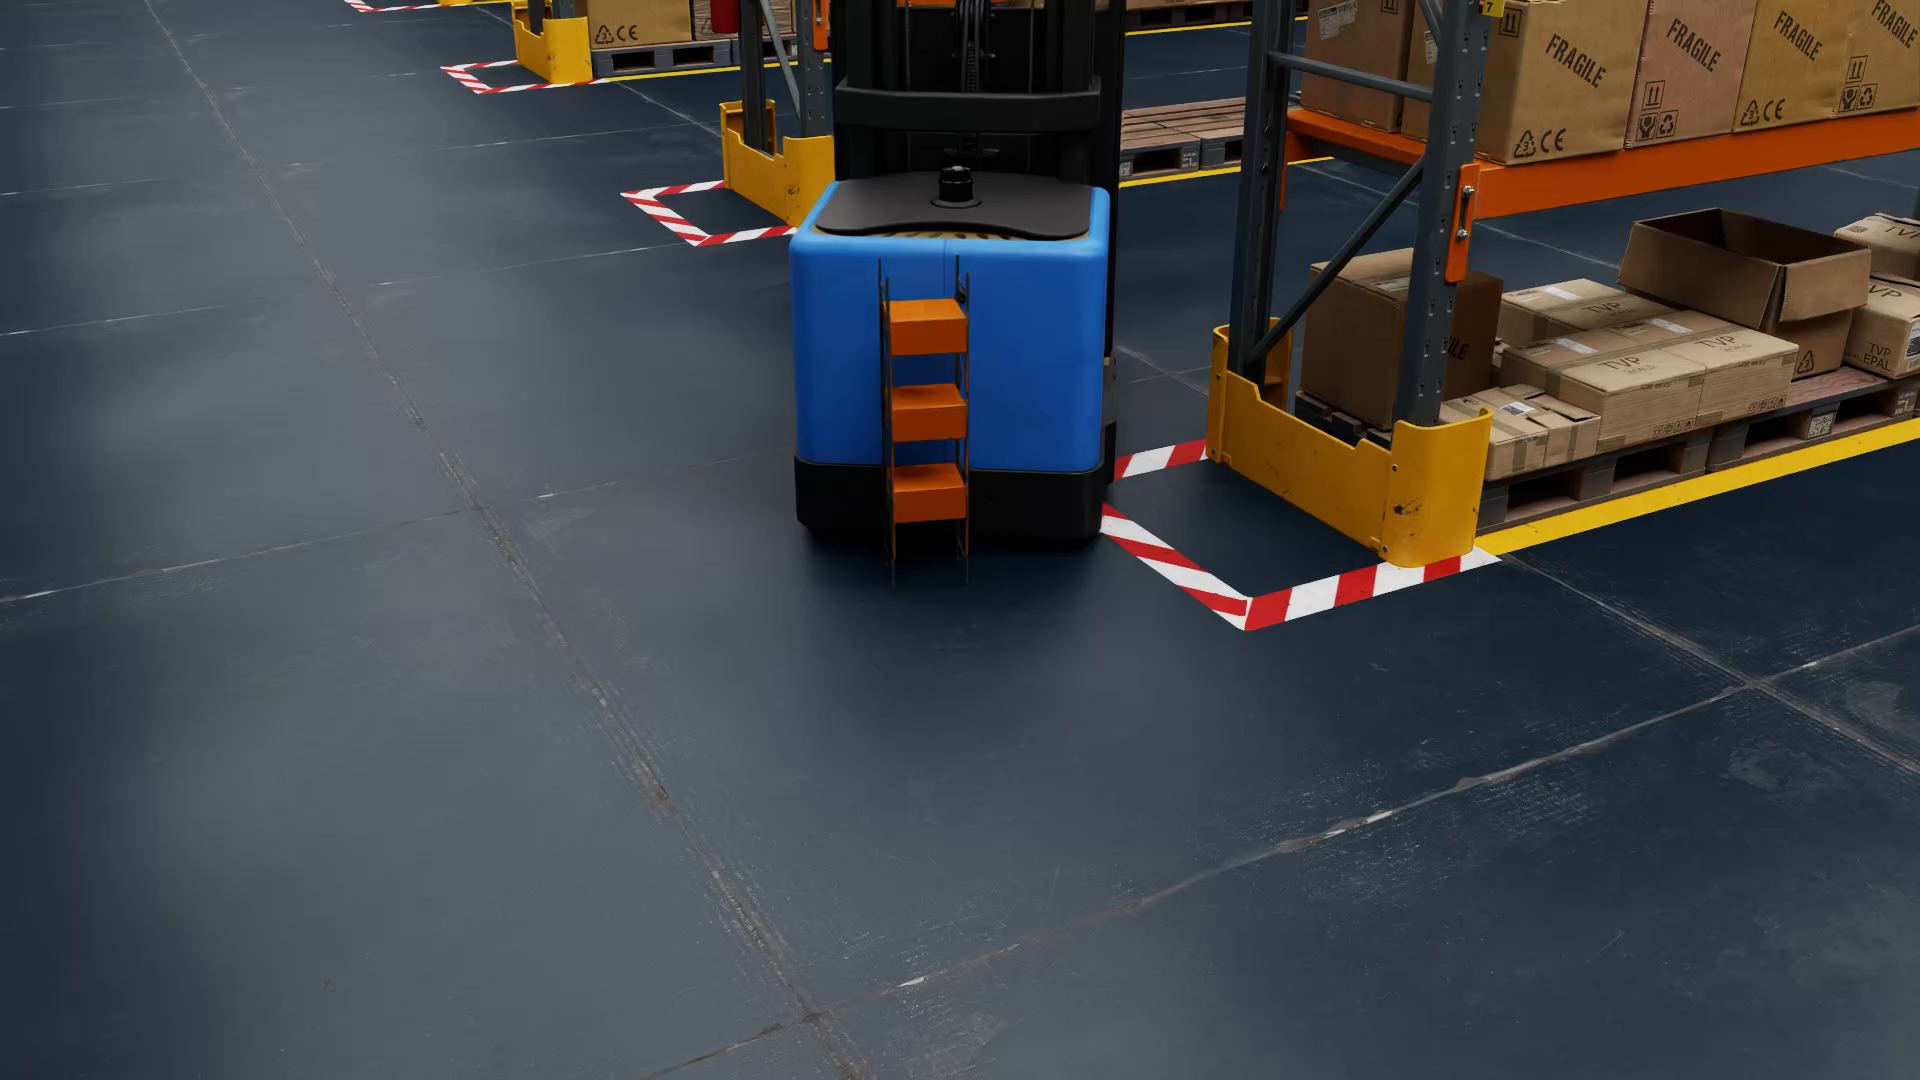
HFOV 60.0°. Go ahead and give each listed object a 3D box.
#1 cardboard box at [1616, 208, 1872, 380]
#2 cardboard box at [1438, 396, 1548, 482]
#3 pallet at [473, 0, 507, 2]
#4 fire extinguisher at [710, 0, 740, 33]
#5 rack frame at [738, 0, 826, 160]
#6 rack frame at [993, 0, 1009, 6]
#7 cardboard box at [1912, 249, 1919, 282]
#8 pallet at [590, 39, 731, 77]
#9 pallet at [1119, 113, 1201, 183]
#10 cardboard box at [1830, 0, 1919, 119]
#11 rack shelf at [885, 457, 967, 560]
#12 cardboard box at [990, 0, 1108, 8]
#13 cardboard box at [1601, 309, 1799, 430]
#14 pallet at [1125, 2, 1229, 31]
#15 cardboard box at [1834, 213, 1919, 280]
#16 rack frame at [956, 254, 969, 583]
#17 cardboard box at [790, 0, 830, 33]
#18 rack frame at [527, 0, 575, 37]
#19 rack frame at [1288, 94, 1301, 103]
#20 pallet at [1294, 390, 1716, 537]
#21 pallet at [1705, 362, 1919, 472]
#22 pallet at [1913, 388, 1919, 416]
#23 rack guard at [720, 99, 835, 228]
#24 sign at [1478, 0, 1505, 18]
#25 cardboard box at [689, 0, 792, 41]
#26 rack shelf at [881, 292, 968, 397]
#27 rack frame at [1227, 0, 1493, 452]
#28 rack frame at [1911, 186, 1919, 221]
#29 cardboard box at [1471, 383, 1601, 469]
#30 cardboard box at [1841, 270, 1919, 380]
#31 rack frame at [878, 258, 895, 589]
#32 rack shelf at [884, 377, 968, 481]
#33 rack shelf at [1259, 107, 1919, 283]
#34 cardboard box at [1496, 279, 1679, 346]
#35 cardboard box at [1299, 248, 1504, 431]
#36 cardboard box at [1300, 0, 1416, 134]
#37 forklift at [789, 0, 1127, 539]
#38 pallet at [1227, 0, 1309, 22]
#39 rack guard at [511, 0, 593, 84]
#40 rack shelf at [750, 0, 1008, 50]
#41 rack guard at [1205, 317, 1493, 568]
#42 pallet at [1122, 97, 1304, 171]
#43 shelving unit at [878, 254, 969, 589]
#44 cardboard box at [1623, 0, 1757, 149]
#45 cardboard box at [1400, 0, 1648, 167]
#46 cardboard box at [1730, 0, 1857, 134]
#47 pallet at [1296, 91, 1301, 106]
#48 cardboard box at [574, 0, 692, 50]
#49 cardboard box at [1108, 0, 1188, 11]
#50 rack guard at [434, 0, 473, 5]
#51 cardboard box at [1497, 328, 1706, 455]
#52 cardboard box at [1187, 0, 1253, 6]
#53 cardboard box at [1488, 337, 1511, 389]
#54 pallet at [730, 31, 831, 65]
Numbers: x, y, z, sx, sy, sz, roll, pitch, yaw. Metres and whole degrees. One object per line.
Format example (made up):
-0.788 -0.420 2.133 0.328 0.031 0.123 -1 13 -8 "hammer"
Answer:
3.160 -0.993 6.730 0.637 0.503 0.797 -13 29 -25 "cardboard box"
1.817 -0.358 5.815 0.250 0.149 0.380 -13 29 -25 "cardboard box"
-4.817 -6.100 18.211 1.213 0.211 1.003 -13 29 -25 "pallet"
-1.389 -3.323 9.725 0.183 0.674 0.296 -13 29 -25 "fire extinguisher"
-1.042 -3.383 9.330 0.127 3.000 1.000 -13 29 -25 "rack frame"
0.157 -6.089 14.967 0.127 3.000 1.000 -13 29 -25 "rack frame"
4.446 -1.152 7.064 0.500 0.500 0.500 -13 29 -25 "cardboard box"
-2.704 -4.210 14.275 1.213 0.211 1.003 -13 29 -25 "pallet"
0.779 -2.526 10.767 1.213 0.211 1.003 -13 29 -25 "pallet"
3.140 -1.835 5.990 0.500 0.500 0.500 -13 28 -24 "cardboard box"
-0.112 -0.104 5.420 0.240 0.259 0.215 -4 26 -9 "rack shelf"
0.712 -5.459 15.623 0.875 0.875 1.225 -13 29 -25 "cardboard box"
2.781 -0.655 6.318 0.500 0.250 0.500 -13 29 -25 "cardboard box"
1.880 -5.268 16.479 1.213 0.211 1.003 -13 29 -25 "pallet"
4.343 -1.288 7.566 0.500 0.311 0.500 -13 29 -25 "cardboard box"
0.008 -0.373 5.315 0.008 1.050 0.200 -4 26 -9 "rack frame"
-1.257 -5.034 14.738 0.875 0.875 0.875 -13 29 -25 "cardboard box"
-3.372 -5.275 13.270 0.127 3.000 1.000 -13 29 -25 "rack frame"
2.488 -4.198 11.027 0.127 3.000 1.000 -13 29 -25 "rack frame"
2.056 -0.411 6.363 1.213 0.211 1.003 -13 29 -25 "pallet"
3.131 -0.658 6.877 1.213 0.211 1.003 -13 29 -25 "pallet"
4.209 -0.908 7.399 1.213 0.211 1.003 -13 29 -25 "pallet"
-1.057 -2.246 9.851 0.348 0.500 1.175 -13 29 -25 "rack guard"
1.541 -1.674 4.770 0.005 0.325 0.100 -13 29 -25 "sign"
-2.042 -4.852 14.360 0.875 0.875 0.875 -13 29 -25 "cardboard box"
-0.112 -0.610 5.177 0.240 0.259 0.215 -4 26 -9 "rack shelf"
1.286 -1.490 5.389 0.127 3.000 1.000 -13 29 -25 "rack frame"
4.815 -2.305 7.085 0.127 3.000 1.000 -13 29 -25 "rack frame"
2.038 -0.416 5.917 0.250 0.166 0.380 -13 29 -25 "cardboard box"
3.784 -0.914 6.787 0.500 0.311 0.500 -13 29 -25 "cardboard box"
-0.232 -0.355 5.277 0.008 1.050 0.200 -4 26 -9 "rack frame"
-0.112 -0.355 5.300 0.240 0.259 0.215 -4 26 -9 "rack shelf"
3.051 -1.573 6.393 4.000 0.370 1.077 -13 29 -25 "rack shelf"
2.502 -0.836 6.694 0.500 0.250 0.500 -13 29 -25 "cardboard box"
1.650 -0.767 6.261 0.500 0.500 0.500 -13 29 -25 "cardboard box"
1.553 -1.731 5.774 0.500 0.500 0.500 -12 28 -24 "cardboard box"
0.089 -1.929 6.380 1.130 2.935 3.031 2 26 5 "forklift"
2.955 -5.515 16.993 1.213 0.211 1.003 -13 29 -25 "pallet"
-3.394 -4.143 13.801 0.348 0.500 1.175 -13 29 -25 "rack guard"
0.723 -3.466 10.334 4.000 0.370 1.077 -13 29 -25 "rack shelf"
1.353 -0.379 5.962 0.348 0.500 1.175 -13 29 -25 "rack guard"
1.857 -2.776 11.288 1.213 0.211 1.003 -13 29 -25 "pallet"
-0.112 -0.364 5.296 0.252 1.050 0.215 -4 26 -9 "shelving unit"
2.254 -1.632 5.569 0.500 0.500 0.500 -13 29 -26 "cardboard box"
1.801 -1.525 5.346 0.500 0.500 0.500 -12 28 -24 "cardboard box"
2.698 -1.733 5.779 0.500 0.500 0.500 -13 29 -25 "cardboard box"
3.188 -3.082 11.925 1.213 0.211 1.003 -13 29 -25 "pallet"
-2.845 -4.667 13.974 0.875 0.875 0.875 -13 29 -25 "cardboard box"
1.500 -5.641 16.003 0.875 0.875 1.225 -14 29 -27 "cardboard box"
-5.550 -6.078 17.832 0.348 0.500 1.175 -13 29 -25 "rack guard"
2.340 -0.553 6.106 0.500 0.250 0.500 -13 29 -25 "cardboard box"
2.278 -5.824 16.385 0.875 0.875 1.225 -13 29 -25 "cardboard box"
2.049 -0.664 6.434 0.250 0.166 0.380 -13 29 -25 "cardboard box"
-1.629 -4.457 14.789 1.213 0.211 1.003 -13 29 -25 "pallet"
